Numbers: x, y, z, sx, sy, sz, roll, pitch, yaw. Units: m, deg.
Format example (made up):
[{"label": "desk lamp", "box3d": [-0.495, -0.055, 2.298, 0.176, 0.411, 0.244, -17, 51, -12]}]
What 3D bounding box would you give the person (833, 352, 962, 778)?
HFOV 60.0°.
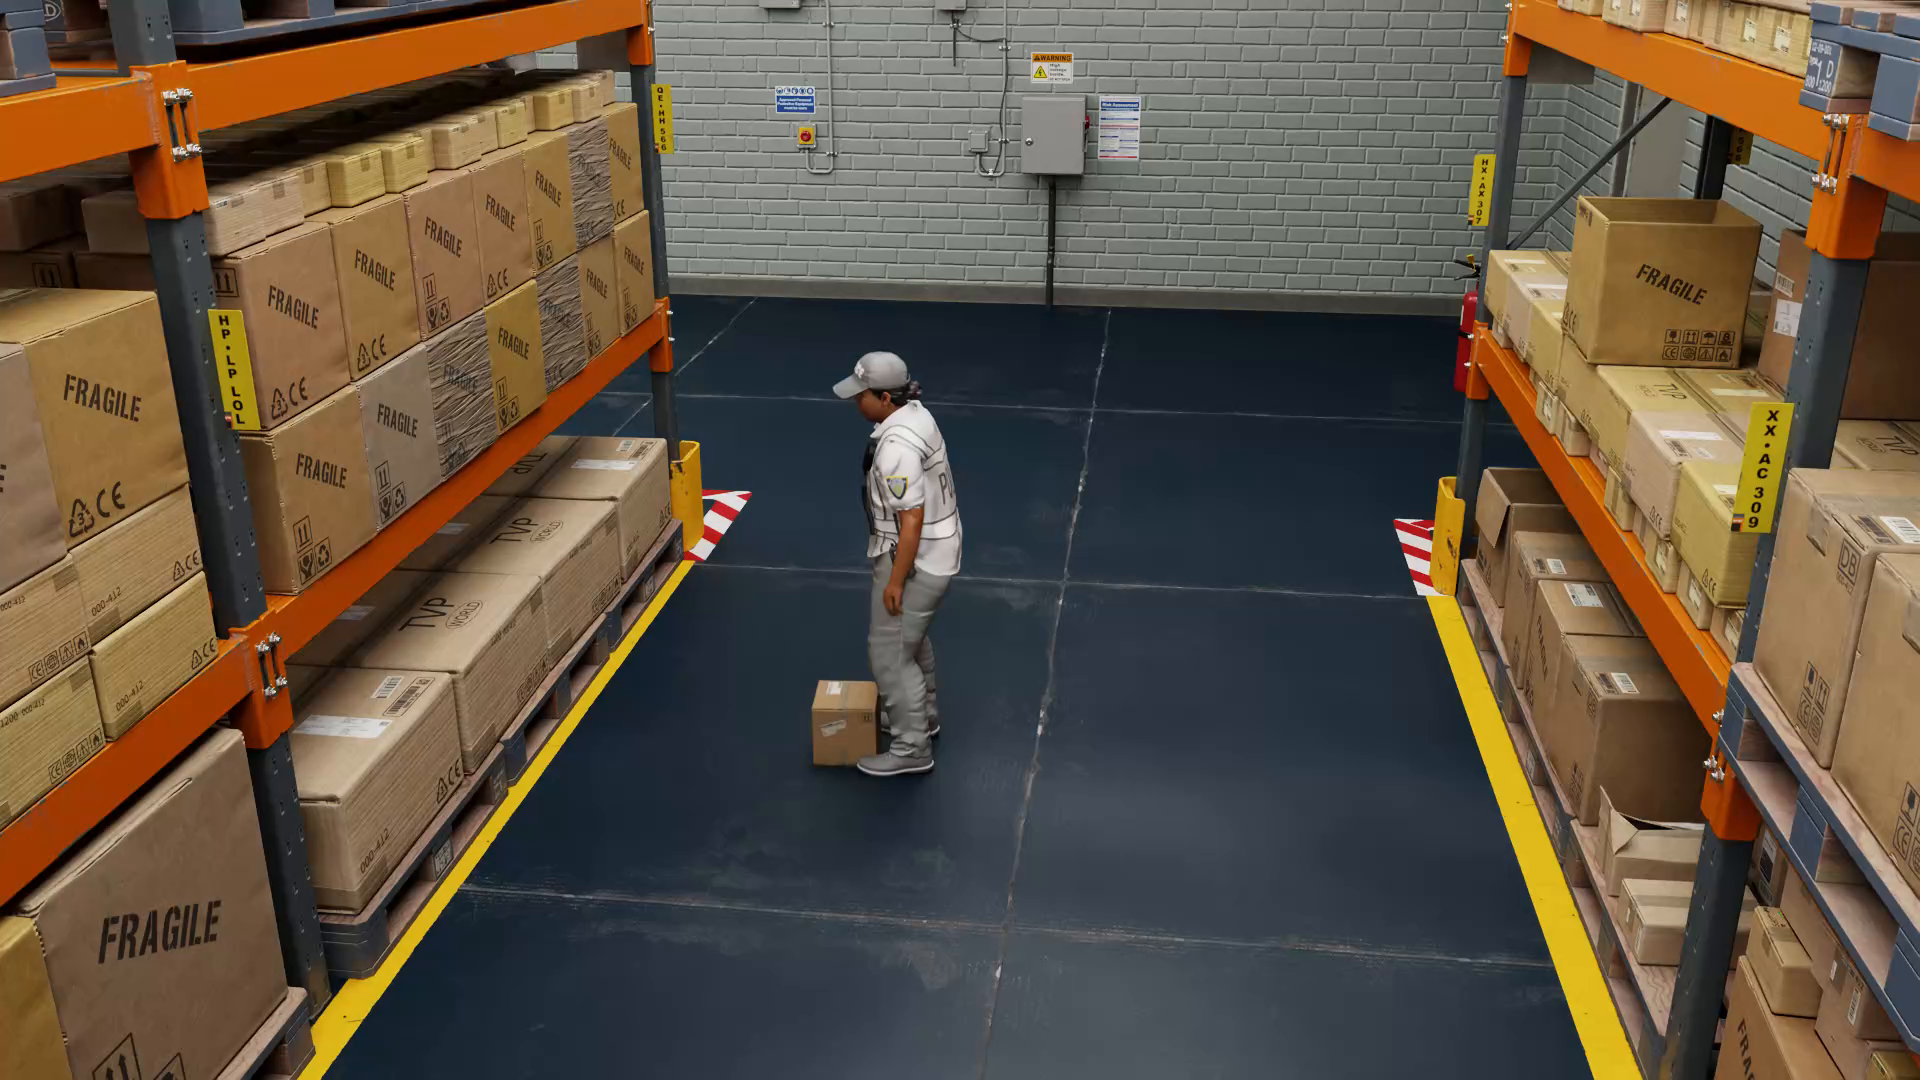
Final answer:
[{"label": "person", "box3d": [-0.229, 0.080, 6.372, 0.469, 1.664, 0.551, 1, 21, 4]}]
